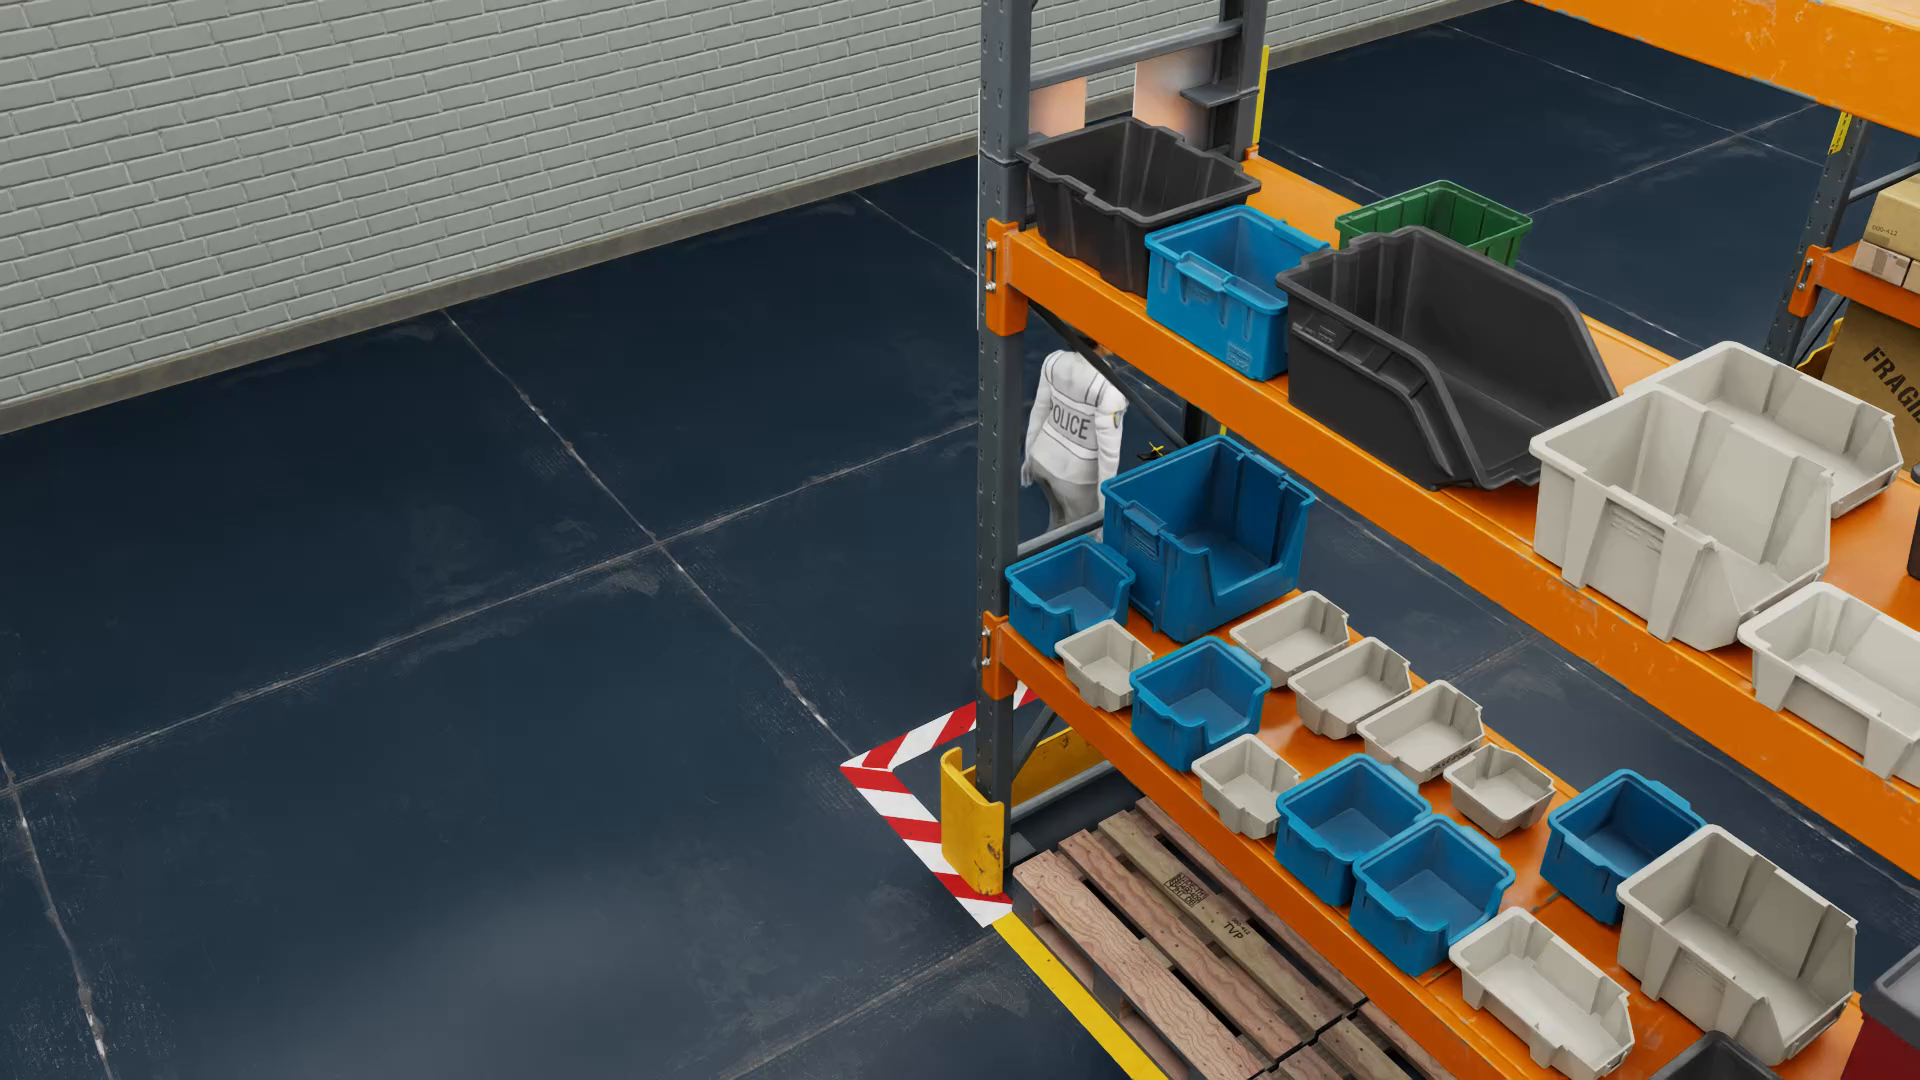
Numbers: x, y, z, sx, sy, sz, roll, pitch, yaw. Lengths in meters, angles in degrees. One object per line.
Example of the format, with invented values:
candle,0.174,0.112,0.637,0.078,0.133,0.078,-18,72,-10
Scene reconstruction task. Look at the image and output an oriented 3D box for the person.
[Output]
person,0.450,-0.271,7.357,0.796,1.641,0.538,-27,44,-31
